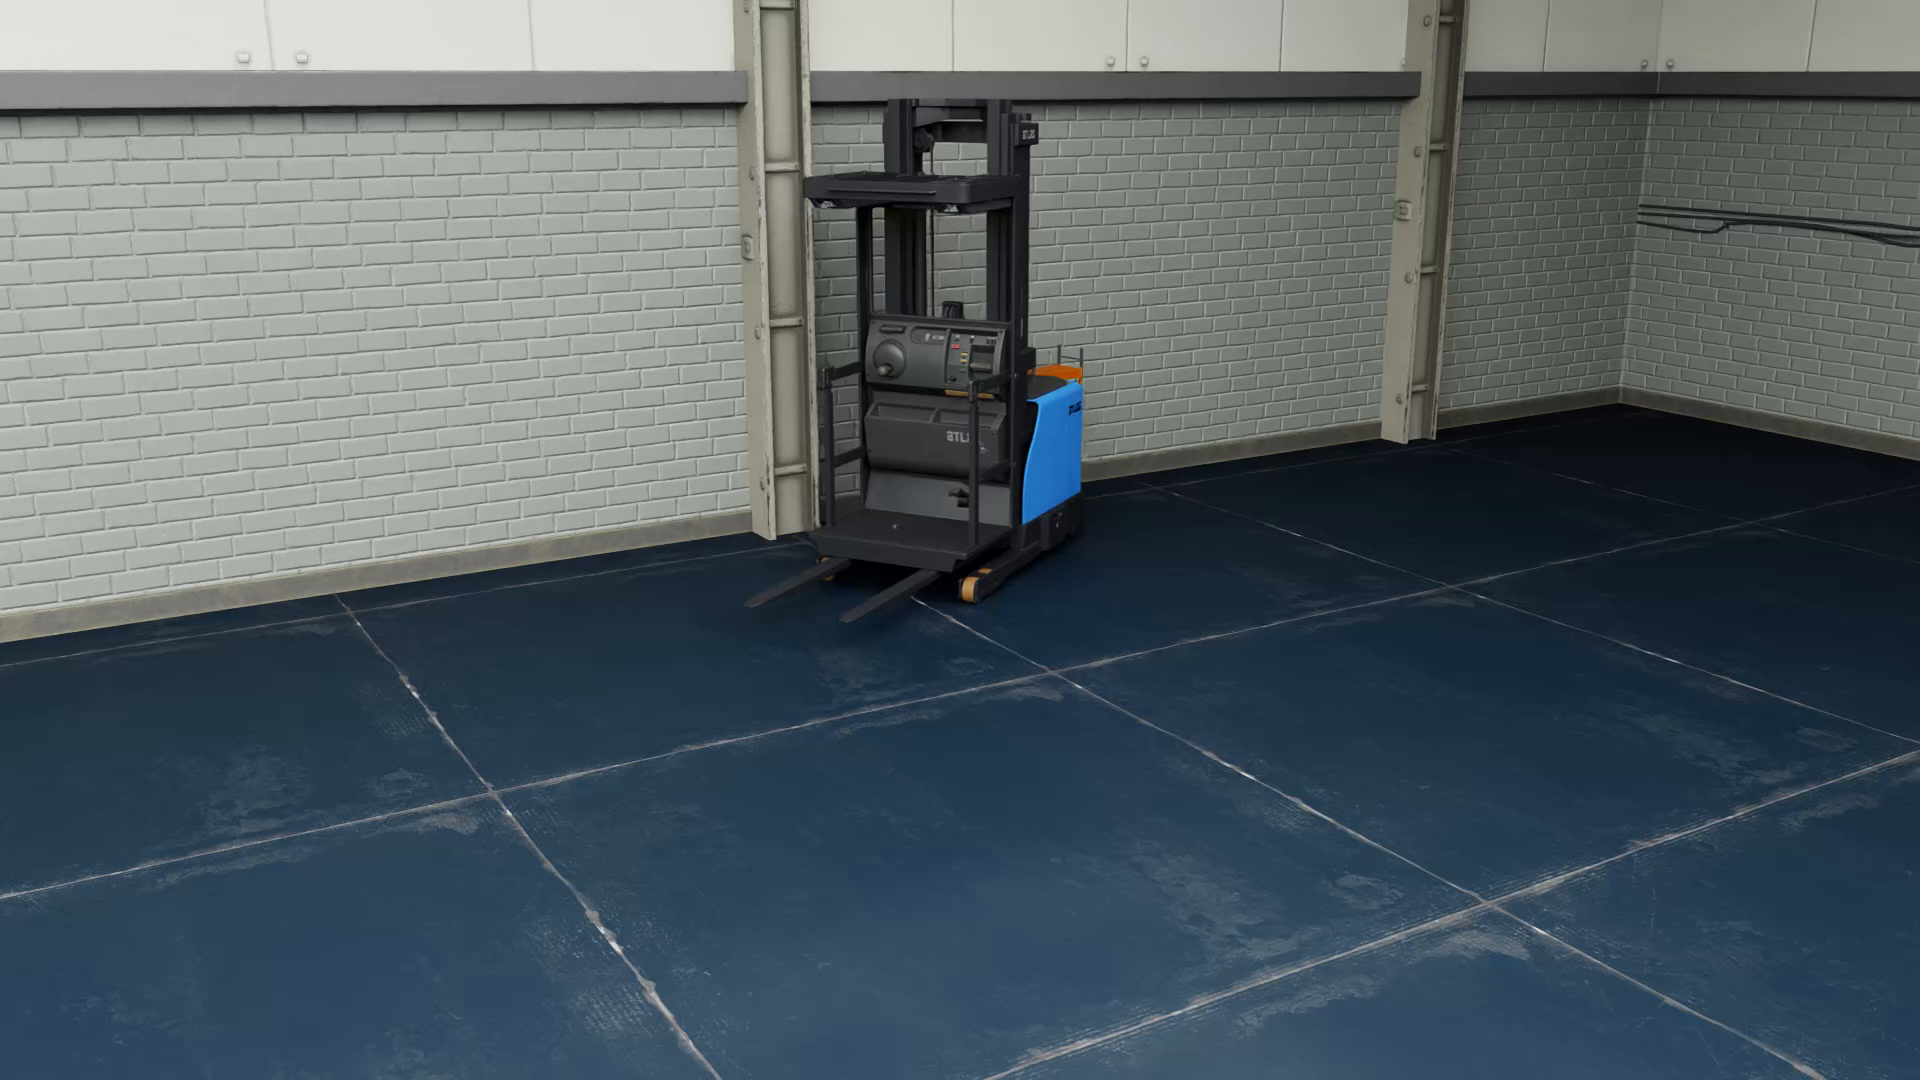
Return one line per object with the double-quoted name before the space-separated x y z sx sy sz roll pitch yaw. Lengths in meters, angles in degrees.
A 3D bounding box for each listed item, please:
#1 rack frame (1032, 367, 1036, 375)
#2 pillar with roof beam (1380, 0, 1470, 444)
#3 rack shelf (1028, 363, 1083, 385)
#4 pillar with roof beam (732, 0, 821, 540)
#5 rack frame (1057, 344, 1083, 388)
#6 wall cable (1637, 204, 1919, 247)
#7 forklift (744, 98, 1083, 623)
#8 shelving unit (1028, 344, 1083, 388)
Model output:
"rack frame" 0.437 -0.719 11.753 0.015 1.200 0.240 -14 21 -41
"pillar with roof beam" 6.143 -4.232 9.834 0.400 9.000 9.100 -9 18 -30
"rack shelf" 0.614 -1.143 11.808 0.480 0.148 0.258 -14 21 -41
"pillar with roof beam" 1.000 -3.398 6.858 0.400 9.000 9.100 -9 18 -30
"rack frame" 0.792 -0.810 12.076 0.015 1.200 0.240 -14 21 -41
"wall cable" 7.132 -3.836 14.175 0.112 2.526 3.097 -9 18 -30
"forklift" -0.248 -1.161 10.120 1.130 2.935 3.031 7 17 25
"shelving unit" 0.614 -0.765 11.914 0.503 1.200 0.258 -14 21 -41
